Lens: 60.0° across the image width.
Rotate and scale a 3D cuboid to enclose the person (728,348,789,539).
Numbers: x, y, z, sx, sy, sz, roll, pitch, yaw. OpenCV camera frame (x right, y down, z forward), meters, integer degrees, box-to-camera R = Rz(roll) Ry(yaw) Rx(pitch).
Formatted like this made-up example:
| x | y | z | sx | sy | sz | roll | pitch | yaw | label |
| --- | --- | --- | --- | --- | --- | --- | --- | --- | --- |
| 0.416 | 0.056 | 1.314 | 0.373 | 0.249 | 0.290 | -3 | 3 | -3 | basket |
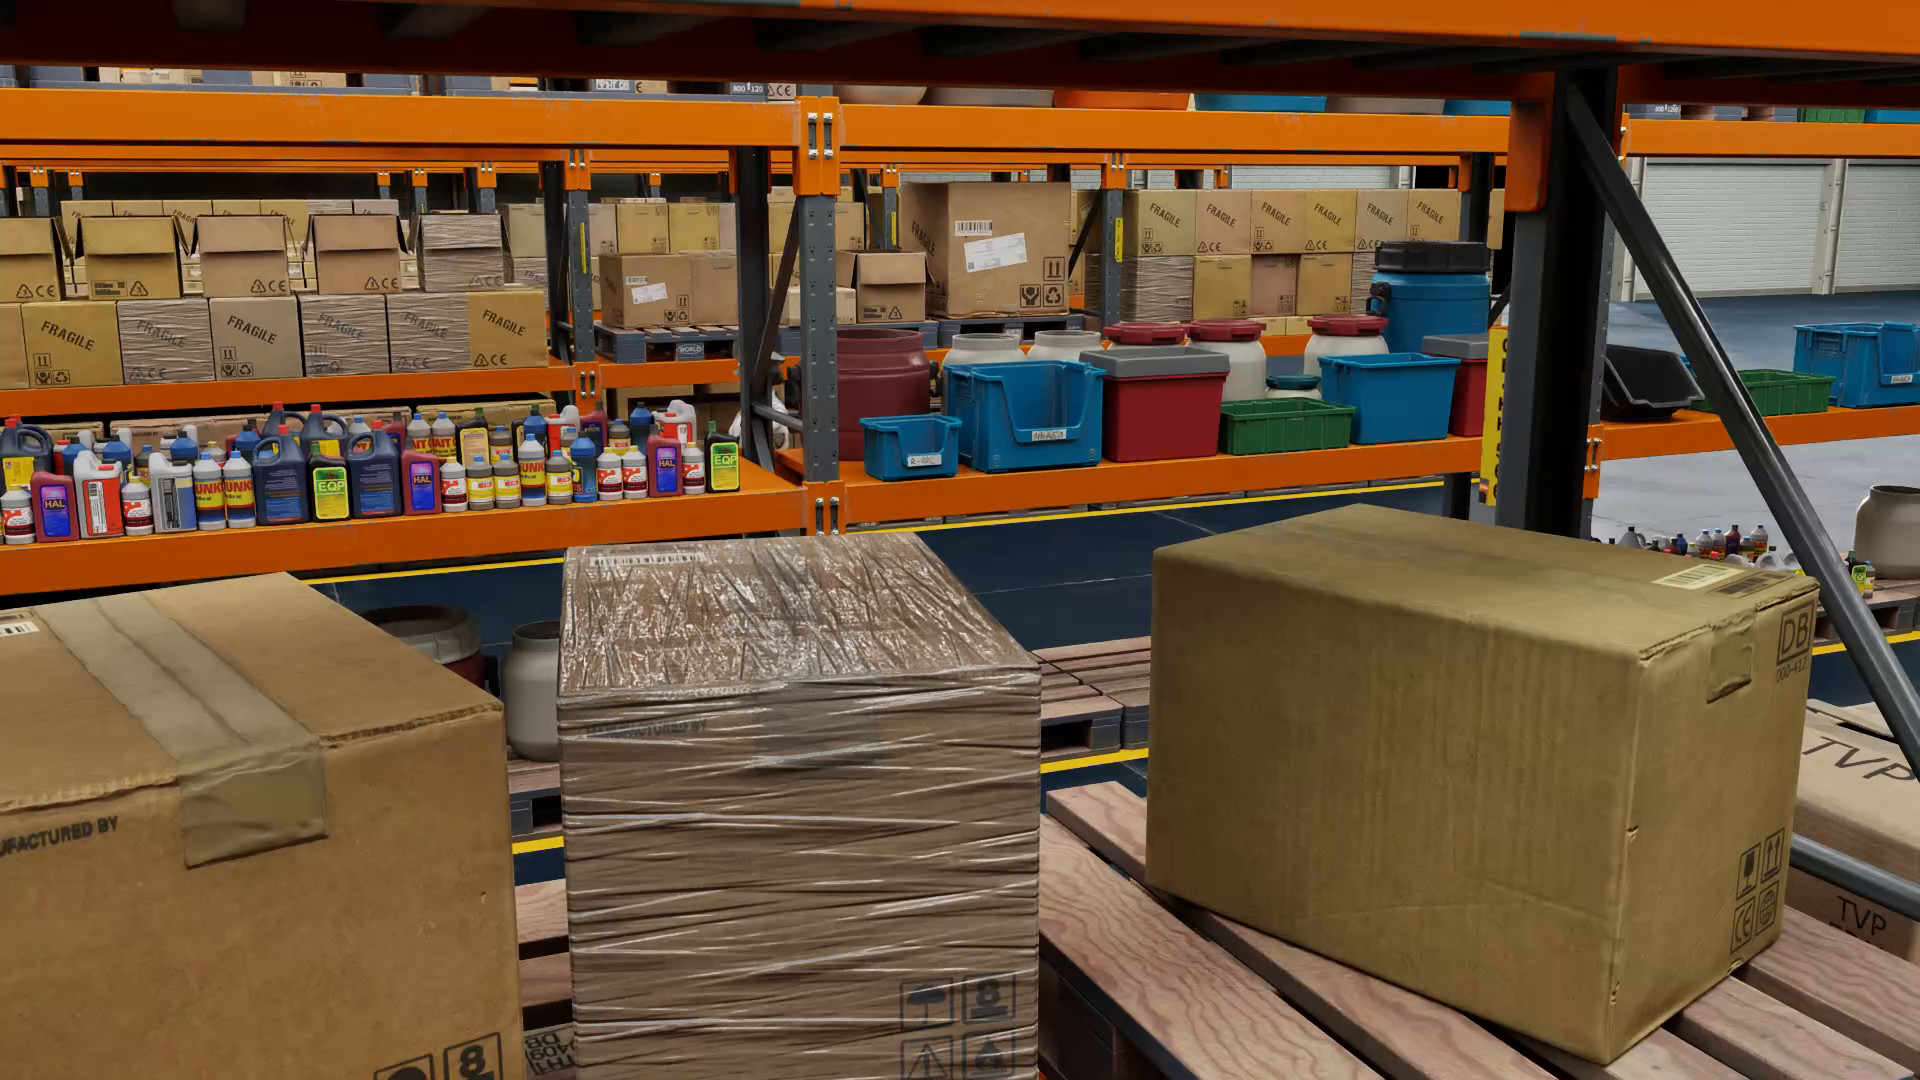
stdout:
| x | y | z | sx | sy | sz | roll | pitch | yaw | label |
| --- | --- | --- | --- | --- | --- | --- | --- | --- | --- |
| -1.075 | -0.139 | 8.726 | 0.383 | 1.747 | 0.522 | -4 | 13 | -17 | person |
